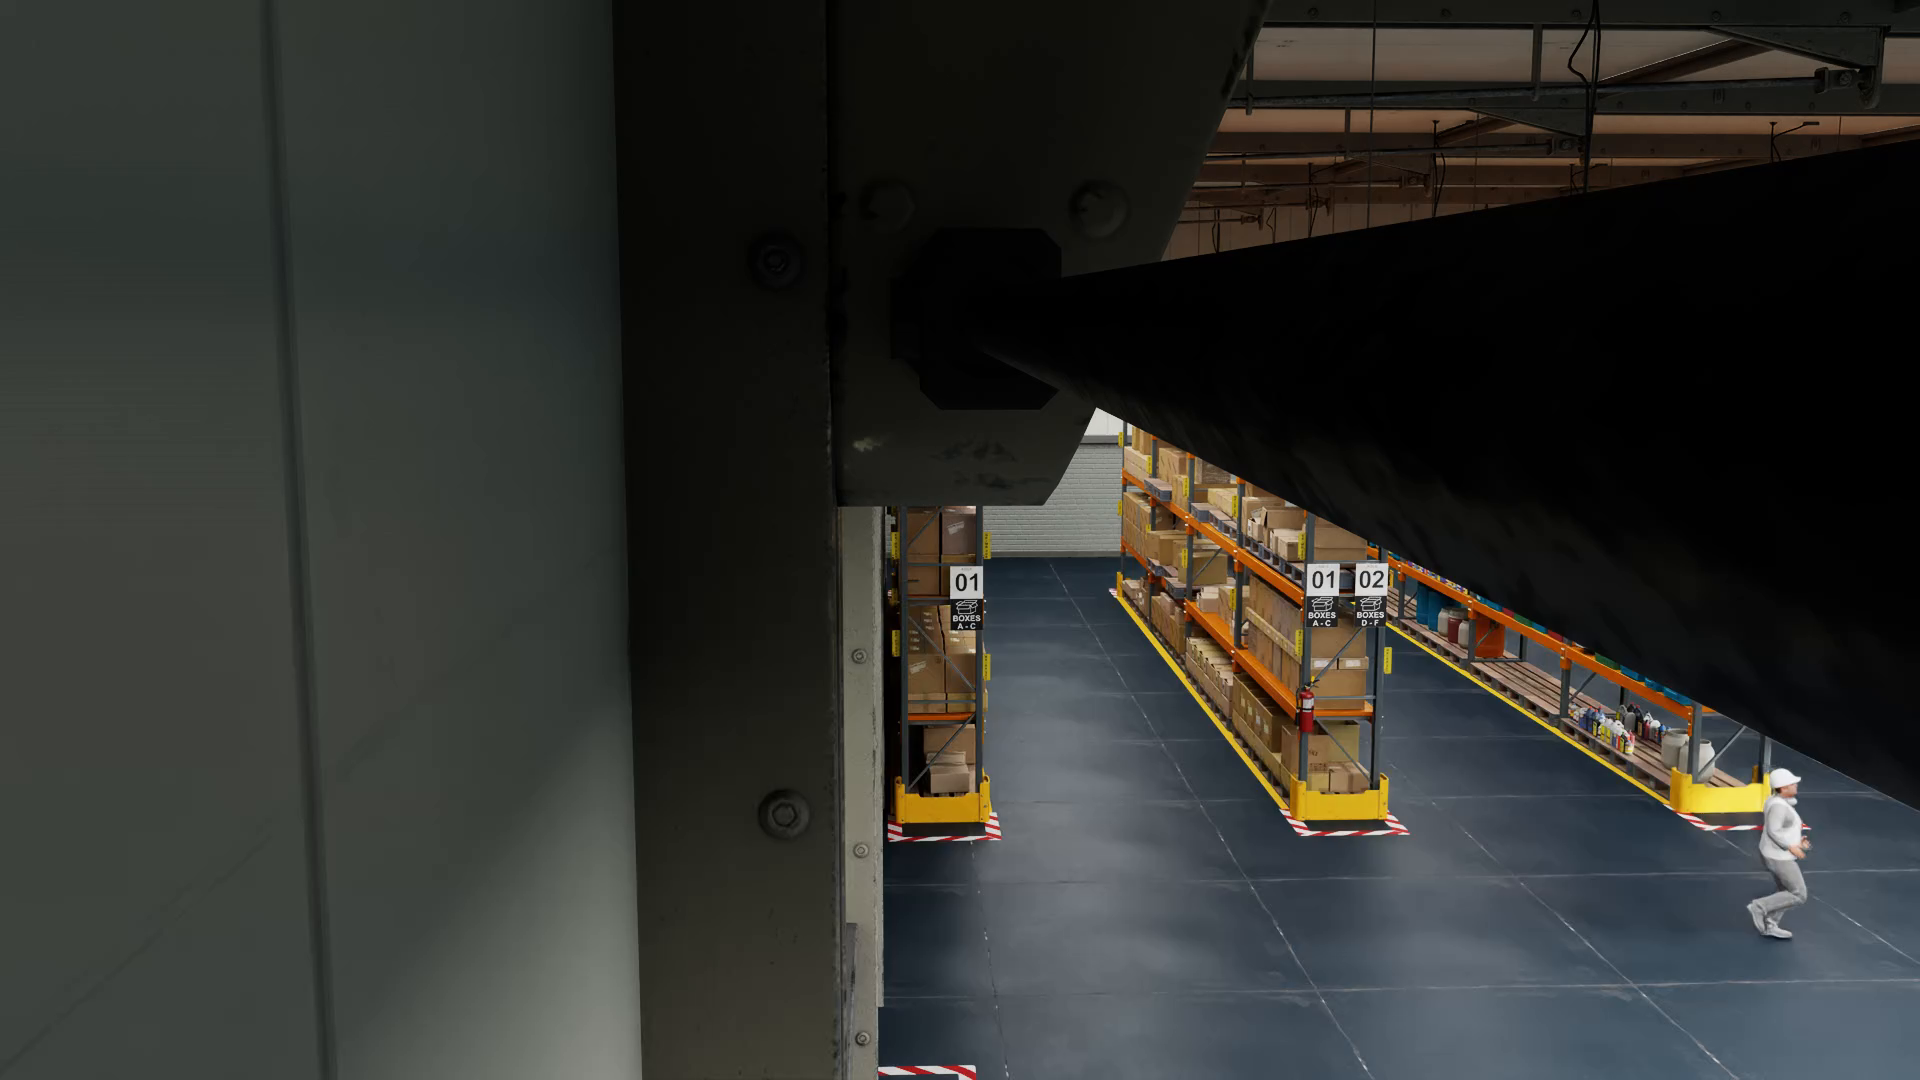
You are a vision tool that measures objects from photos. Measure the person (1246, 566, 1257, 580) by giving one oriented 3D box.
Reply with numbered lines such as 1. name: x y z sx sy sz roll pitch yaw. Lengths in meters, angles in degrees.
1. person: 6.151 0.600 34.634 0.676 1.826 0.804 -3 8 -18

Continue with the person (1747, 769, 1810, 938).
1. person: 8.236 3.143 16.687 0.576 1.726 0.643 3 8 18
